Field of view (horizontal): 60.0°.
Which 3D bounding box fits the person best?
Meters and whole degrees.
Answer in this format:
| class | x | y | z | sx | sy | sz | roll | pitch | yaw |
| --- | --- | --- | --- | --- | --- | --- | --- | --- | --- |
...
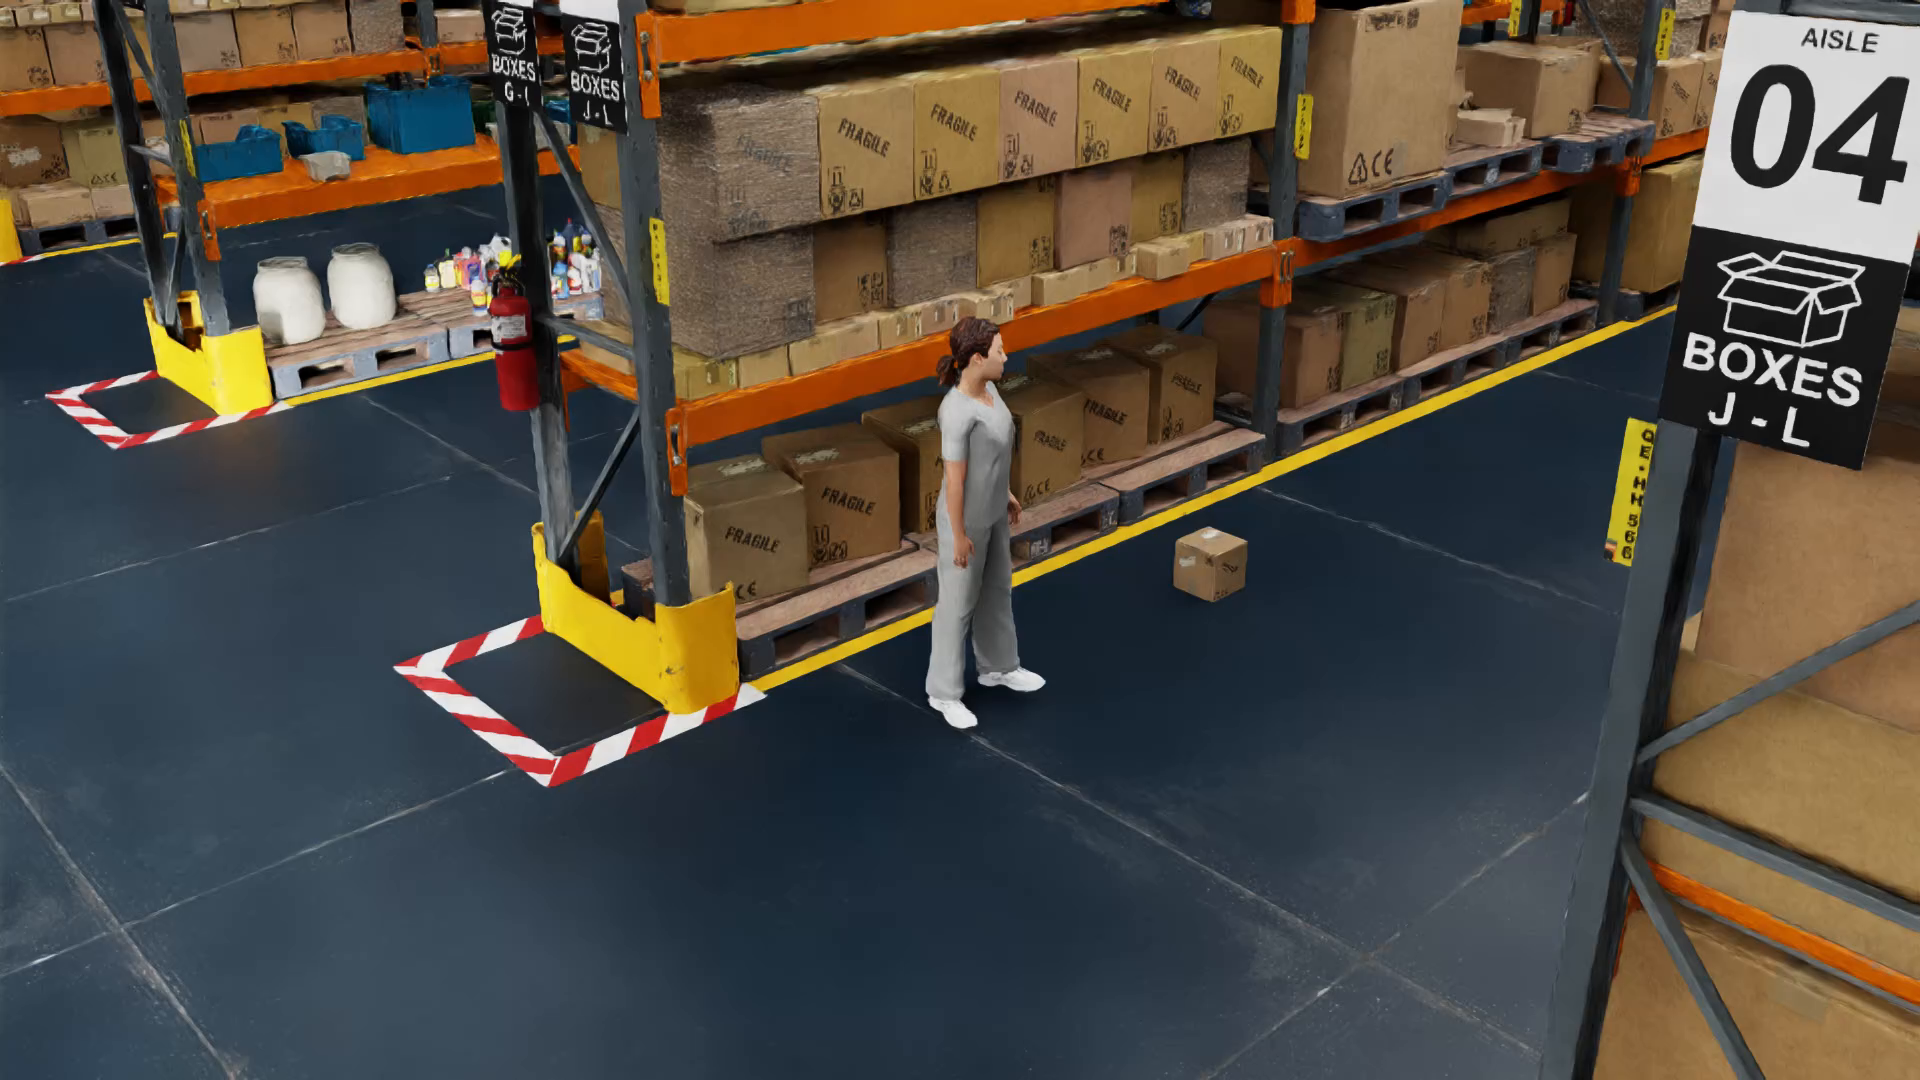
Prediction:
| class | x | y | z | sx | sy | sz | roll | pitch | yaw |
| --- | --- | --- | --- | --- | --- | --- | --- | --- | --- |
| person | 0.107 | -0.077 | 6.715 | 0.449 | 1.677 | 0.525 | 9 | 26 | 18 |
